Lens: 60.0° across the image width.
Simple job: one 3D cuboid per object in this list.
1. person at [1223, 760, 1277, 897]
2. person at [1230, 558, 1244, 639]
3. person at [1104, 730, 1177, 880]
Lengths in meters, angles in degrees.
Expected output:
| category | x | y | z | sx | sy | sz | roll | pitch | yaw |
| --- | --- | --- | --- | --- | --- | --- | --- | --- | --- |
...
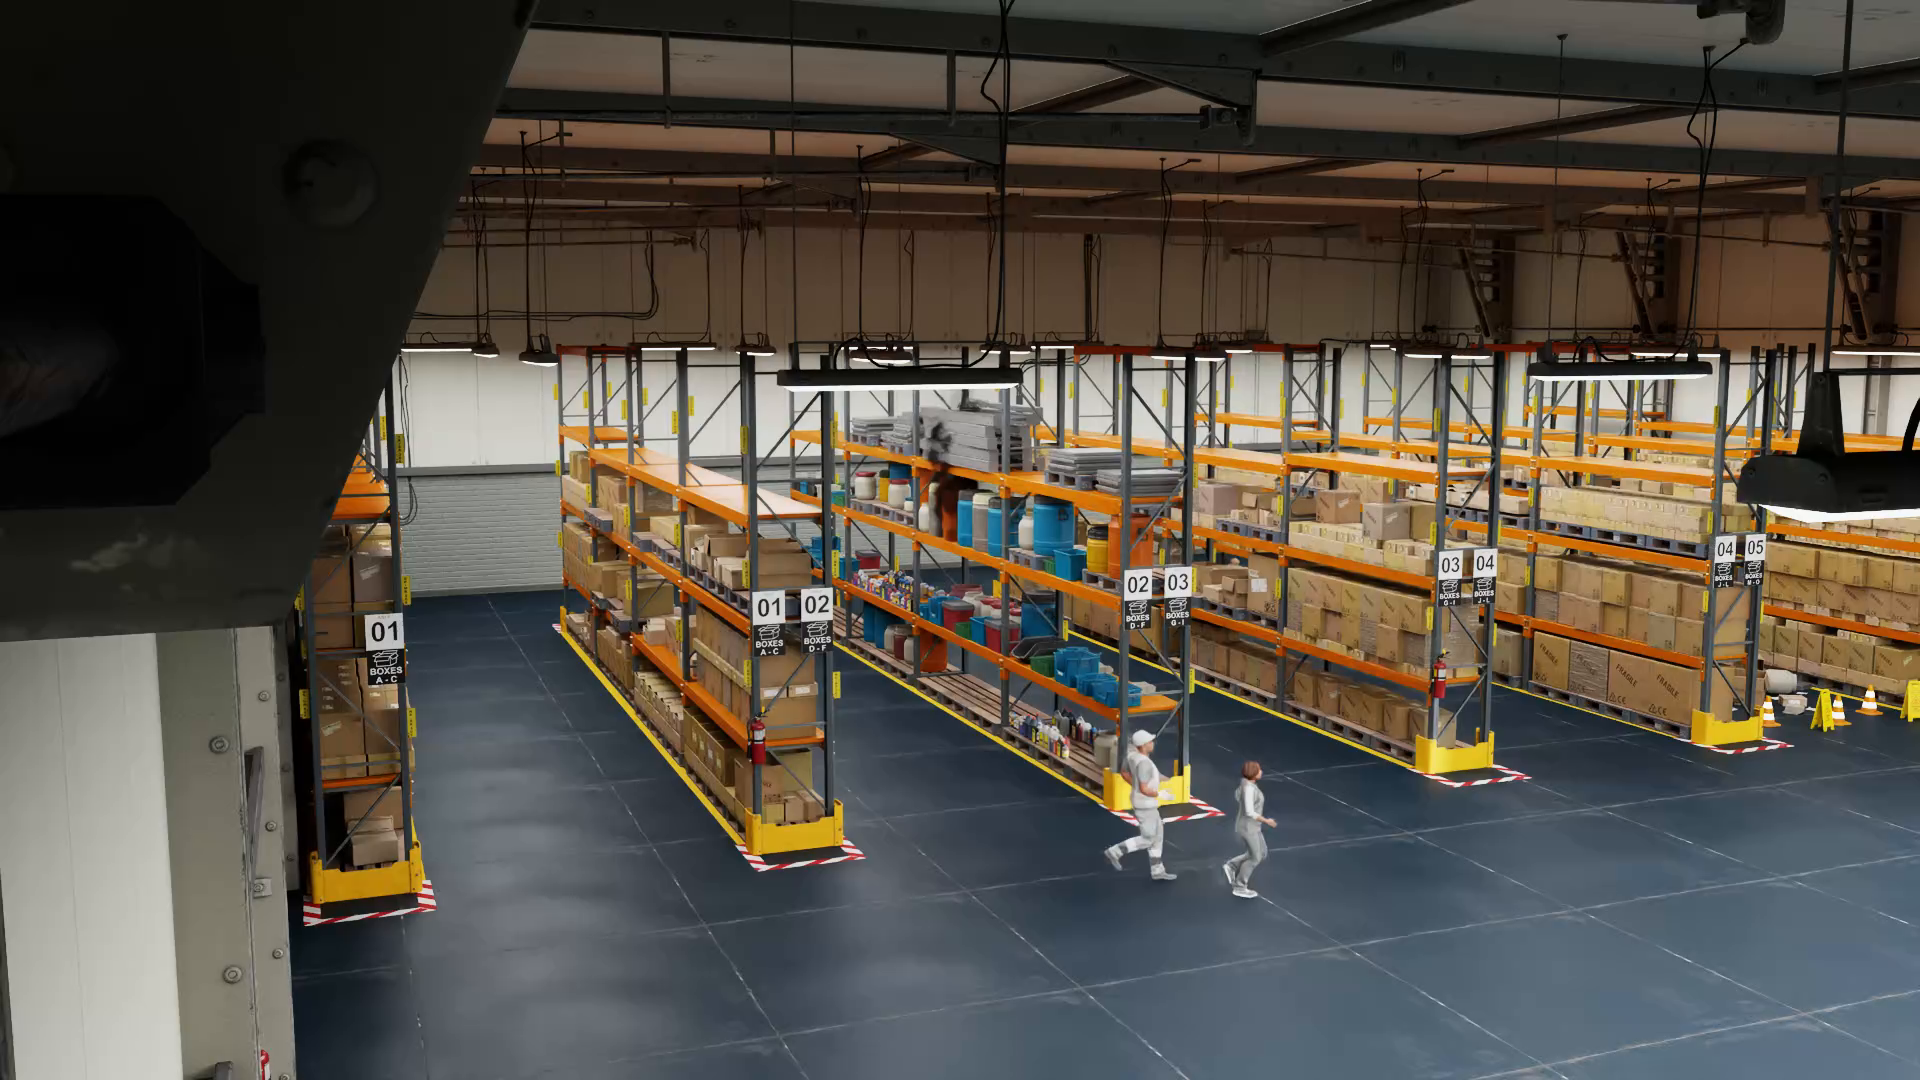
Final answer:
| category | x | y | z | sx | sy | sz | roll | pitch | yaw |
| --- | --- | --- | --- | --- | --- | --- | --- | --- | --- |
| person | 3.236 | 3.212 | 18.546 | 0.567 | 1.557 | 0.584 | 1 | 7 | 7 |
| person | 5.449 | 1.266 | 33.116 | 0.687 | 1.831 | 0.822 | -3 | 8 | -23 |
| person | 2.072 | 3.047 | 19.060 | 0.869 | 1.772 | 0.657 | -1 | 7 | -5 |
